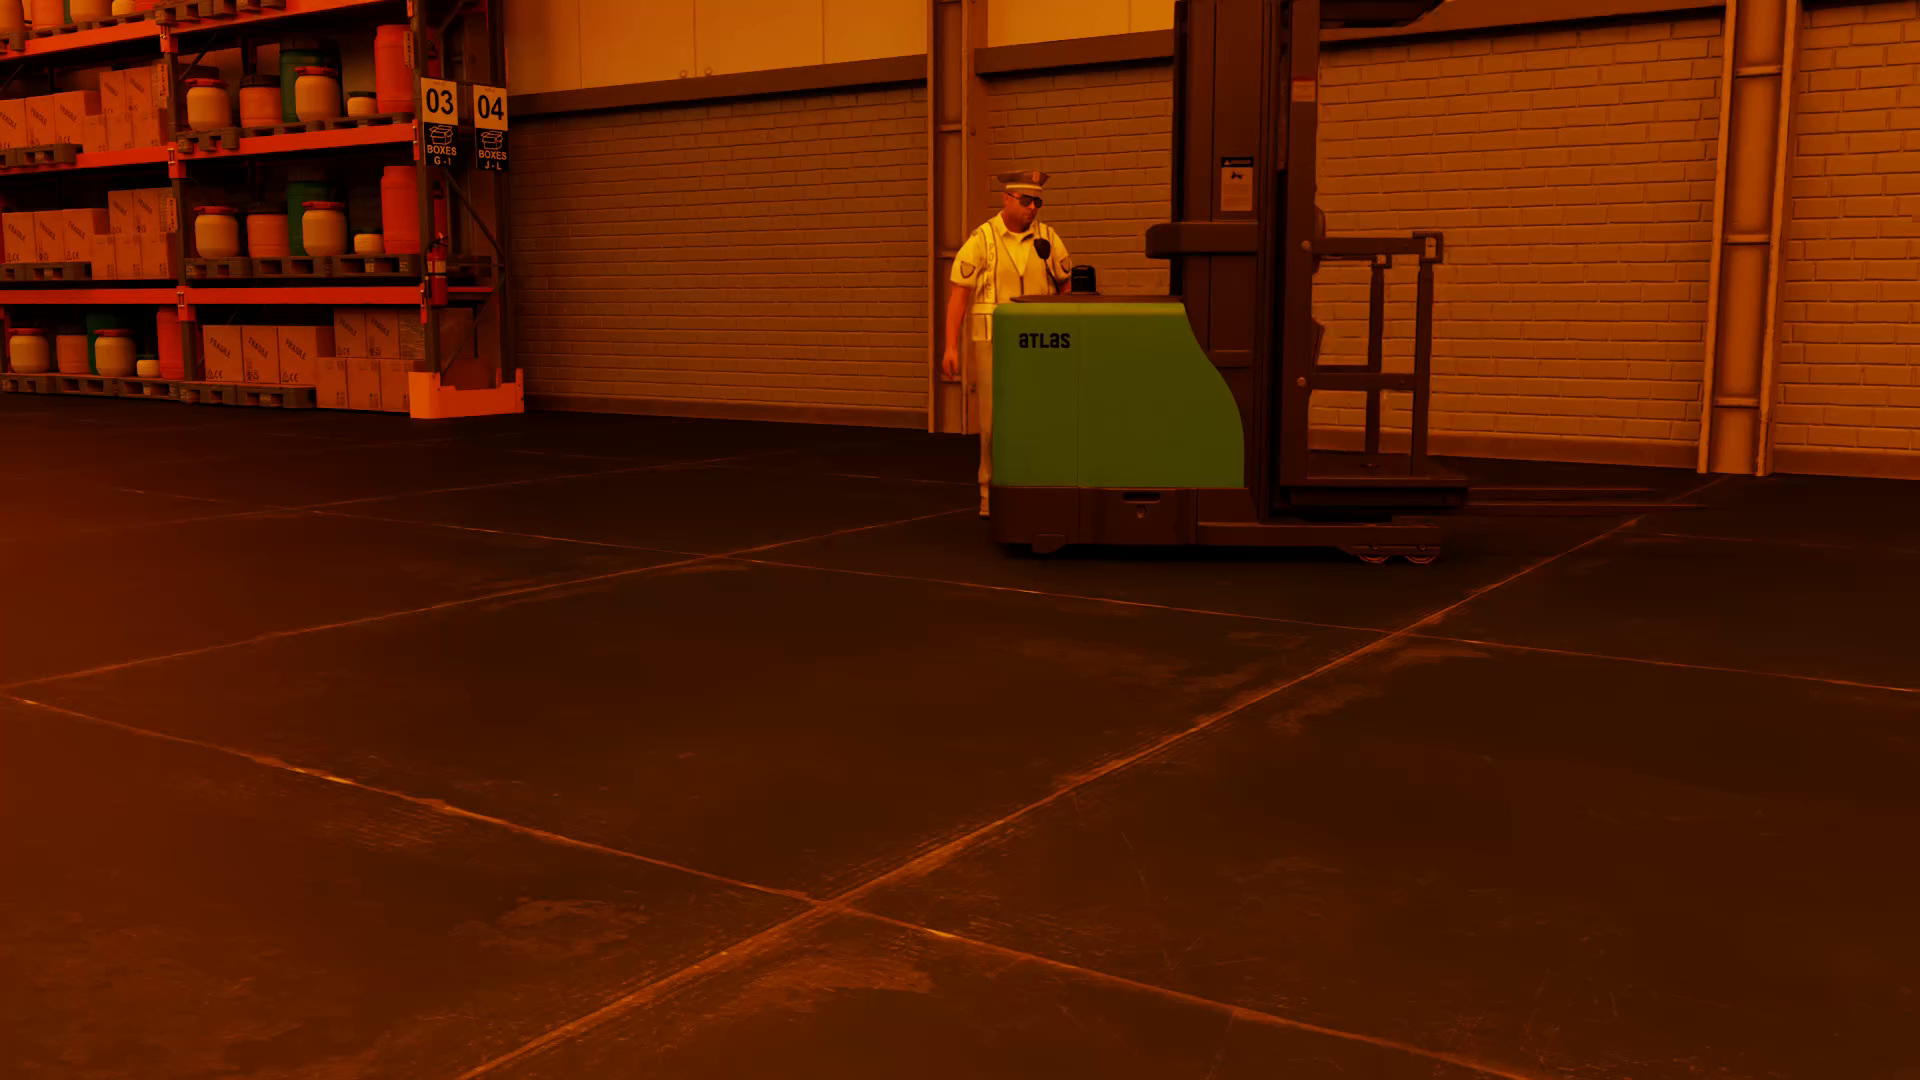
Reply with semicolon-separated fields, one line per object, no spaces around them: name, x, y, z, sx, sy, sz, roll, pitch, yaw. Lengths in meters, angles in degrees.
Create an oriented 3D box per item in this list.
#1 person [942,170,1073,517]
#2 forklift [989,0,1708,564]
person;0.305;-0.980;8.380;0.787;1.725;0.440;-2;8;-15
forklift;1.658;-1.428;7.236;3.031;2.935;1.130;0;8;3
